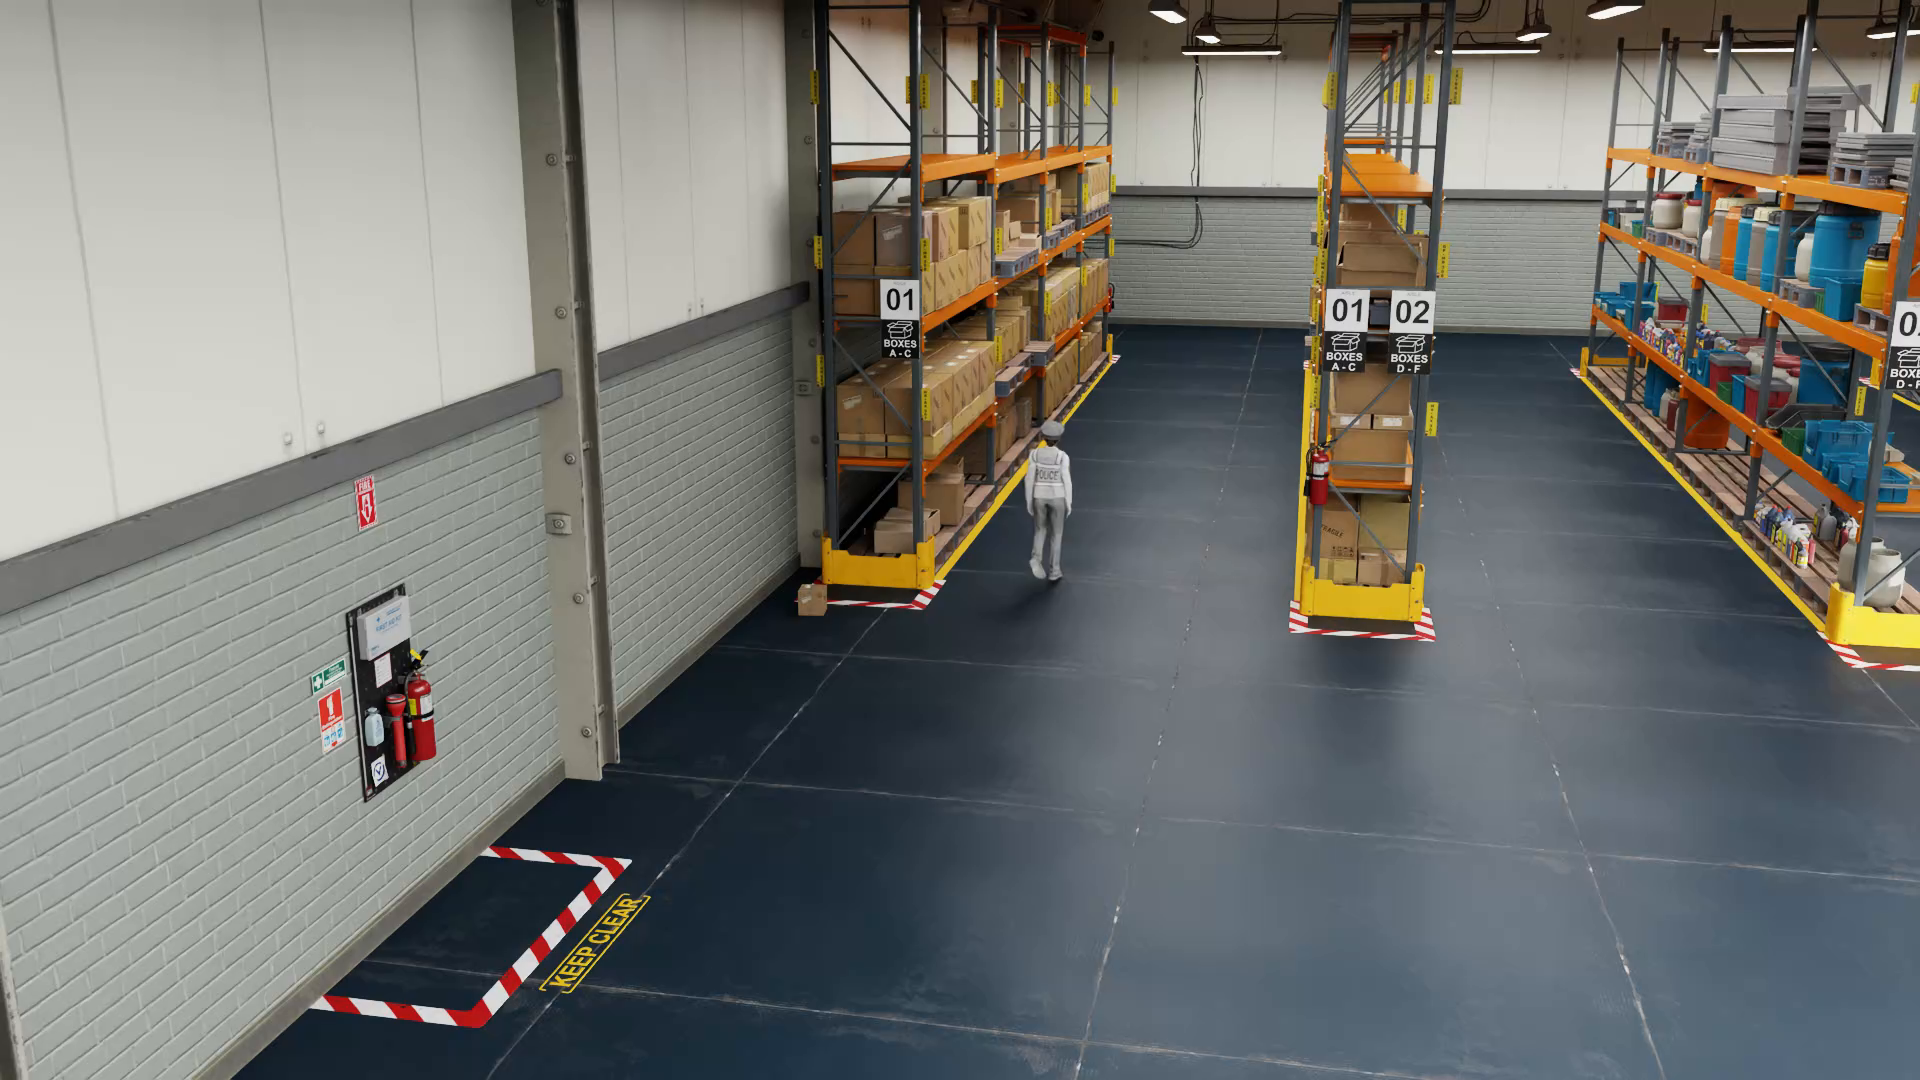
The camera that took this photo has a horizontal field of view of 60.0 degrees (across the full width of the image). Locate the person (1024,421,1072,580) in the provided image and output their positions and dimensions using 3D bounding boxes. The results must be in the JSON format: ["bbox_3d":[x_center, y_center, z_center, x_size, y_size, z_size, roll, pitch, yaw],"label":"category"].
[{"bbox_3d":[0.916,-0.406,17.414,0.499,1.683,0.463,5,16,18],"label":"person"}]
